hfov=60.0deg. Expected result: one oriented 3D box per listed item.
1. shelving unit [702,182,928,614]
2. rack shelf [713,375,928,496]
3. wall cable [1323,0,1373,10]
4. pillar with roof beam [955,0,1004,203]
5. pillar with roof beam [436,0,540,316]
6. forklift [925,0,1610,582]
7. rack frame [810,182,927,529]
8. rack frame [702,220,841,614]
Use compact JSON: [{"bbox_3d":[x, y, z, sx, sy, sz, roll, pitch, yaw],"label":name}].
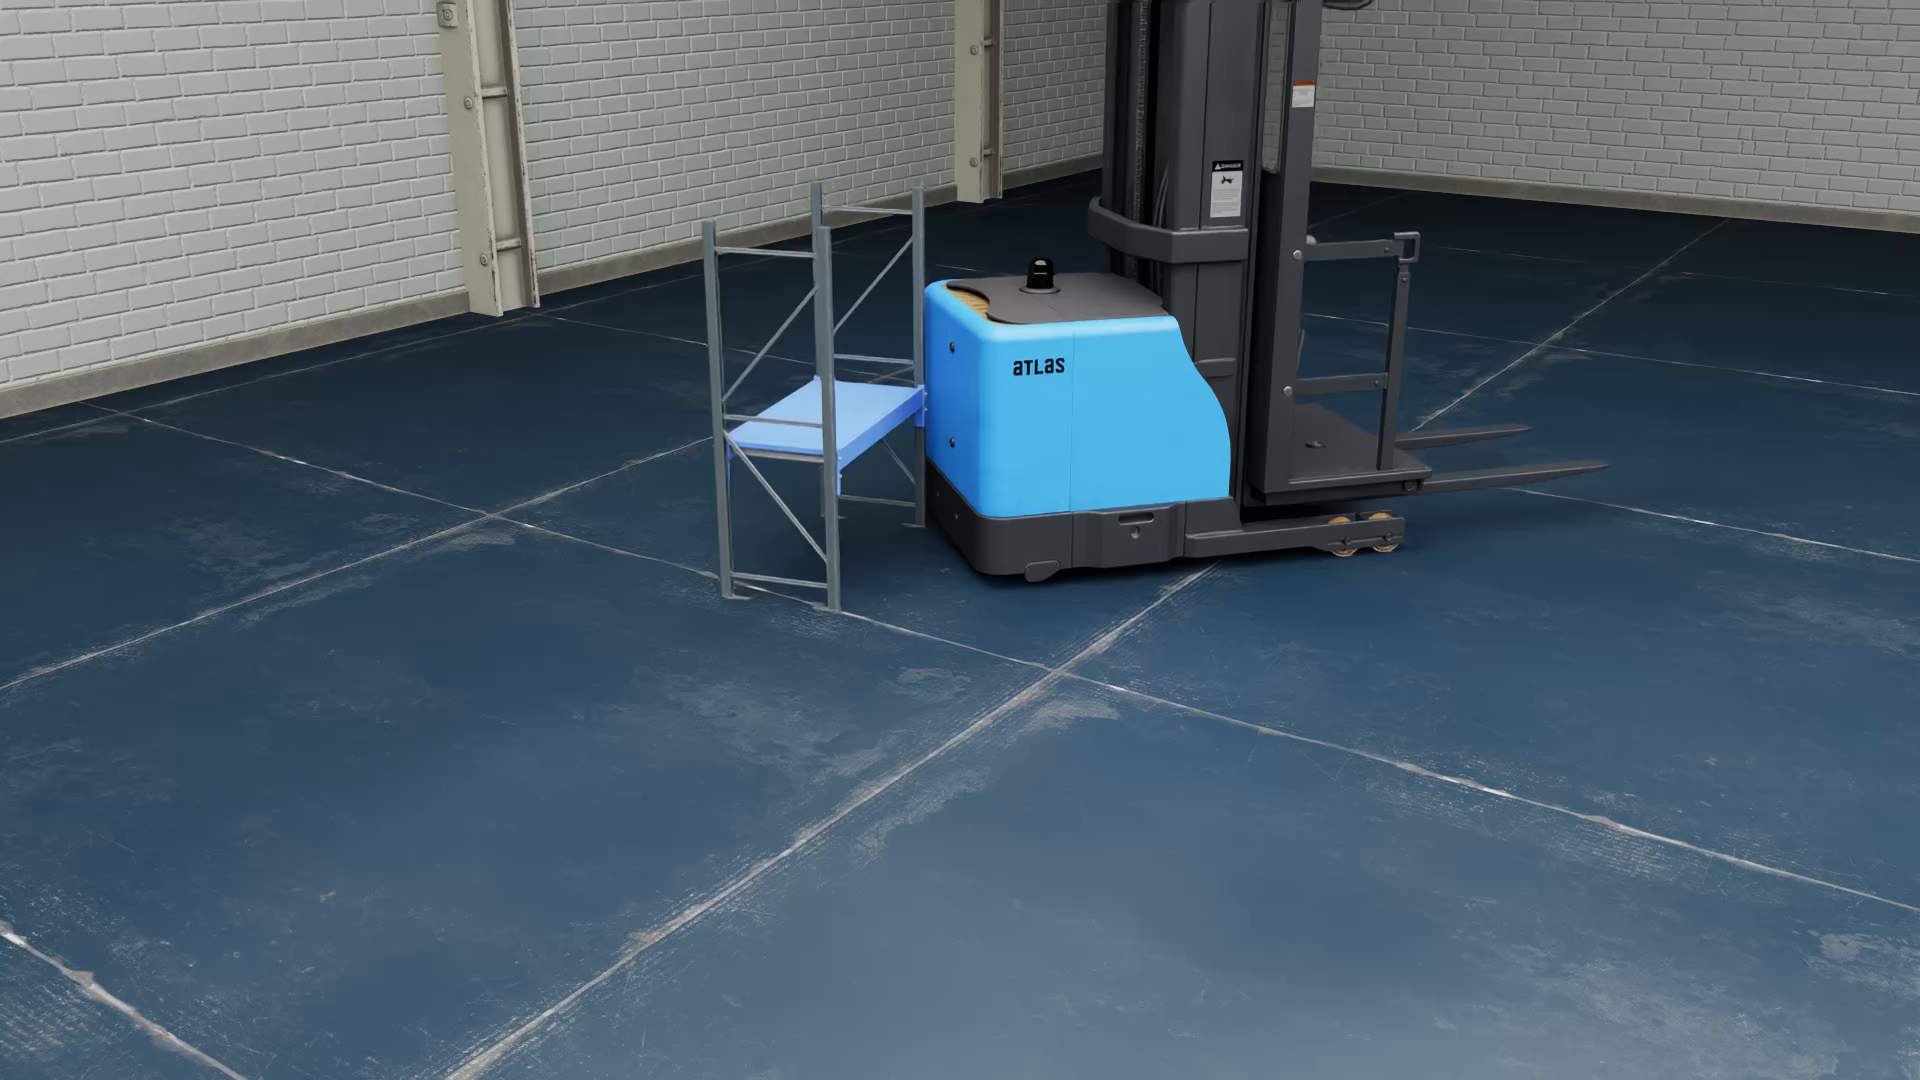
[{"bbox_3d":[-0.549,-0.615,6.765,0.538,1.500,1.048,7,21,17],"label":"shelving unit"},{"bbox_3d":[-0.549,-0.446,6.828,0.538,0.185,1.000,7,21,17],"label":"rack shelf"},{"bbox_3d":[2.932,-6.693,16.864,3.097,2.526,0.112,13,24,32],"label":"wall cable"},{"bbox_3d":[3.743,-6.723,12.468,9.100,9.000,0.400,13,24,32],"label":"pillar with roof beam"},{"bbox_3d":[0.370,-5.001,7.814,9.100,9.000,0.400,13,24,32],"label":"pillar with roof beam"},{"bbox_3d":[1.404,-1.473,7.023,3.031,2.935,1.130,-6,21,-15],"label":"forklift"},{"bbox_3d":[-0.390,-0.782,7.218,0.500,1.500,0.032,7,21,17],"label":"rack frame"},{"bbox_3d":[-0.708,-0.447,6.312,0.500,1.500,0.032,7,21,17],"label":"rack frame"}]
